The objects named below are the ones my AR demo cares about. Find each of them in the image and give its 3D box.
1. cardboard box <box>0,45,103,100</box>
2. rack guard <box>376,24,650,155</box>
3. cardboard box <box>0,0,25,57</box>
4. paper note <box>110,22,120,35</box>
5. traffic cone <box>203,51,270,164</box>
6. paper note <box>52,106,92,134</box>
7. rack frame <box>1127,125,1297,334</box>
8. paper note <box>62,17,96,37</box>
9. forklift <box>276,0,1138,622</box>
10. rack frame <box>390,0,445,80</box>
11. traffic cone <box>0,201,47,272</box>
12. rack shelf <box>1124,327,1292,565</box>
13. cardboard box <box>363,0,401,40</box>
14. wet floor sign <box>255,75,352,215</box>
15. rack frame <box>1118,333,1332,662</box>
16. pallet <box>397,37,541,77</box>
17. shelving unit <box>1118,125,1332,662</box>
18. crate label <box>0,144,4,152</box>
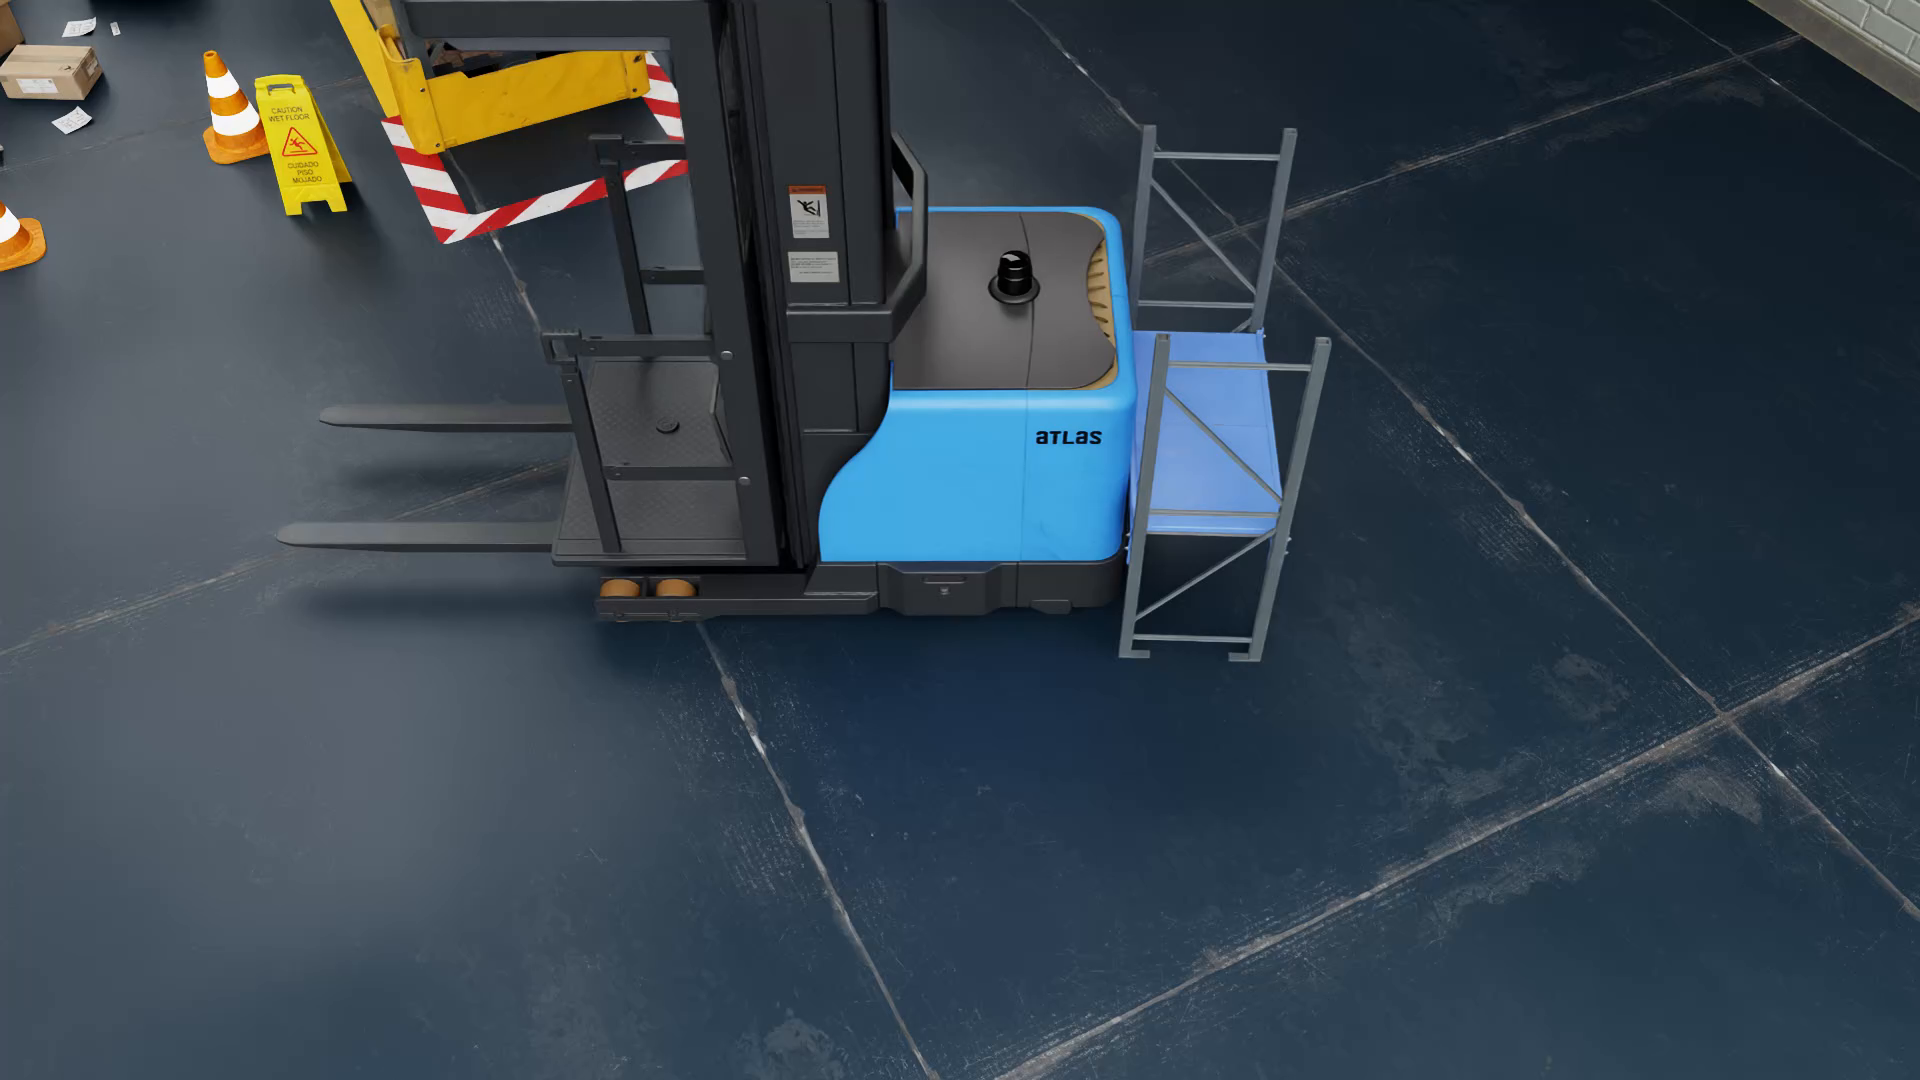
[{"bbox_3d":[-4.463,-2.294,8.157,0.380,0.149,0.250,2,49,2],"label":"cardboard box"},{"bbox_3d":[-2.102,-2.279,7.911,1.175,0.500,0.348,-21,52,-18],"label":"rack guard"},{"bbox_3d":[-5.122,-2.533,8.131,0.637,0.503,0.797,18,51,15],"label":"cardboard box"},{"bbox_3d":[-4.339,-2.626,8.540,0.032,0.001,0.123,-21,52,-18],"label":"paper note"},{"bbox_3d":[-3.411,-2.060,7.744,0.336,0.463,0.334,-21,52,-18],"label":"traffic cone"},{"bbox_3d":[-4.270,-2.021,7.997,0.142,0.019,0.148,35,57,27],"label":"paper note"},{"bbox_3d":[0.849,-0.847,5.994,0.500,1.500,0.032,2,49,1],"label":"rack frame"},{"bbox_3d":[-4.525,-2.637,8.544,0.148,0.019,0.142,-5,49,-5],"label":"paper note"},{"bbox_3d":[-0.936,-1.070,5.239,3.031,2.935,1.130,0,49,0],"label":"forklift"},{"bbox_3d":[-2.067,-3.051,6.926,1.000,3.000,0.127,-21,52,-18],"label":"rack frame"},{"bbox_3d":[-4.242,-1.450,7.211,0.336,0.463,0.334,-21,52,-18],"label":"traffic cone"},{"bbox_3d":[0.831,-0.346,5.795,0.538,0.185,1.000,2,49,1],"label":"rack shelf"},{"bbox_3d":[-2.687,-2.749,8.209,0.500,0.250,0.500,-21,52,-18],"label":"cardboard box"},{"bbox_3d":[-2.932,-1.781,7.379,0.267,0.644,0.232,-5,49,-5],"label":"wet floor sign"},{"bbox_3d":[0.812,-0.082,5.325,0.500,1.500,0.032,2,49,1],"label":"rack frame"},{"bbox_3d":[-2.442,-2.740,8.506,1.003,0.211,1.213,-21,52,-18],"label":"pallet"},{"bbox_3d":[0.831,-0.464,5.660,0.538,1.500,1.048,2,49,1],"label":"shelving unit"},{"bbox_3d":[-4.657,-1.847,7.775,0.298,0.136,0.250,26,54,21],"label":"crate label"}]
